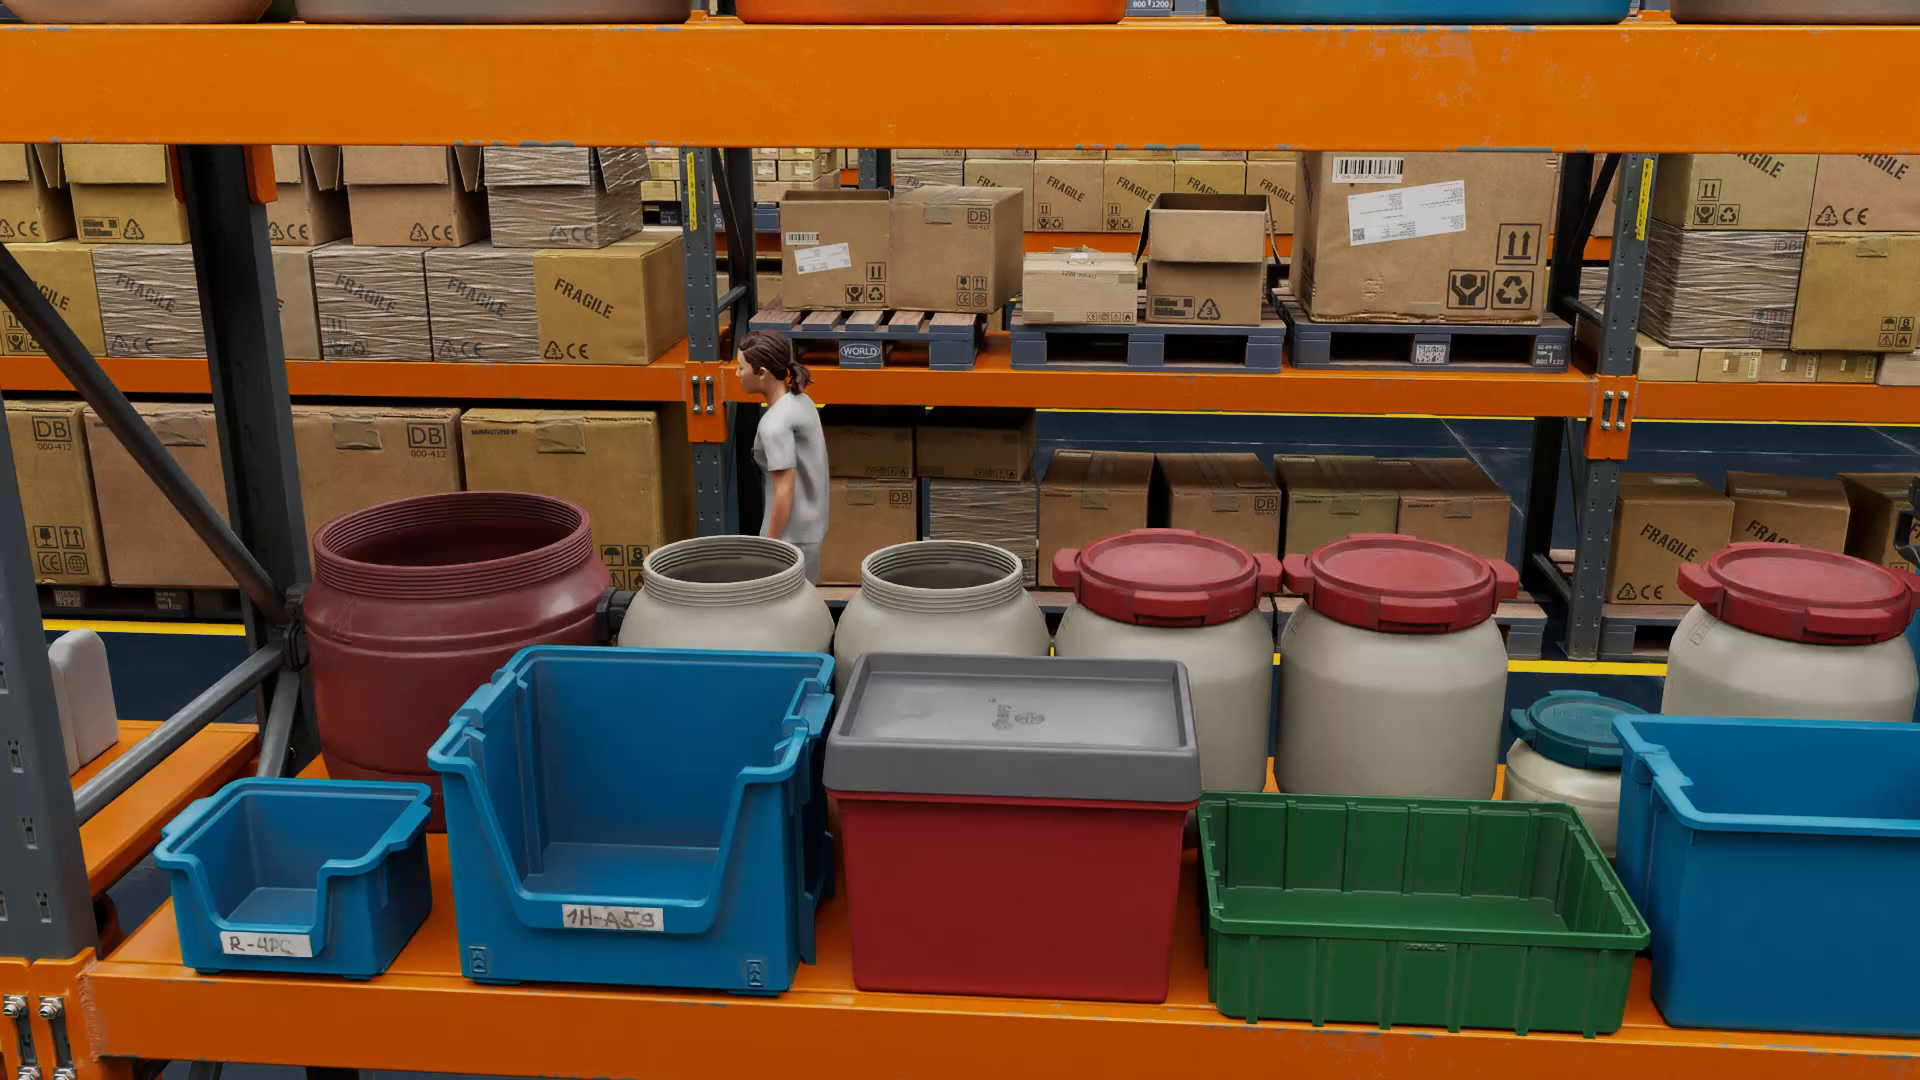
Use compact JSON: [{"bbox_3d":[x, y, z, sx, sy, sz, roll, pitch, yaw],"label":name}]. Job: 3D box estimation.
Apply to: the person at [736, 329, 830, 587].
[{"bbox_3d":[-0.718,-0.014,6.596,0.404,1.673,0.489,1,18,4],"label":"person"}]
